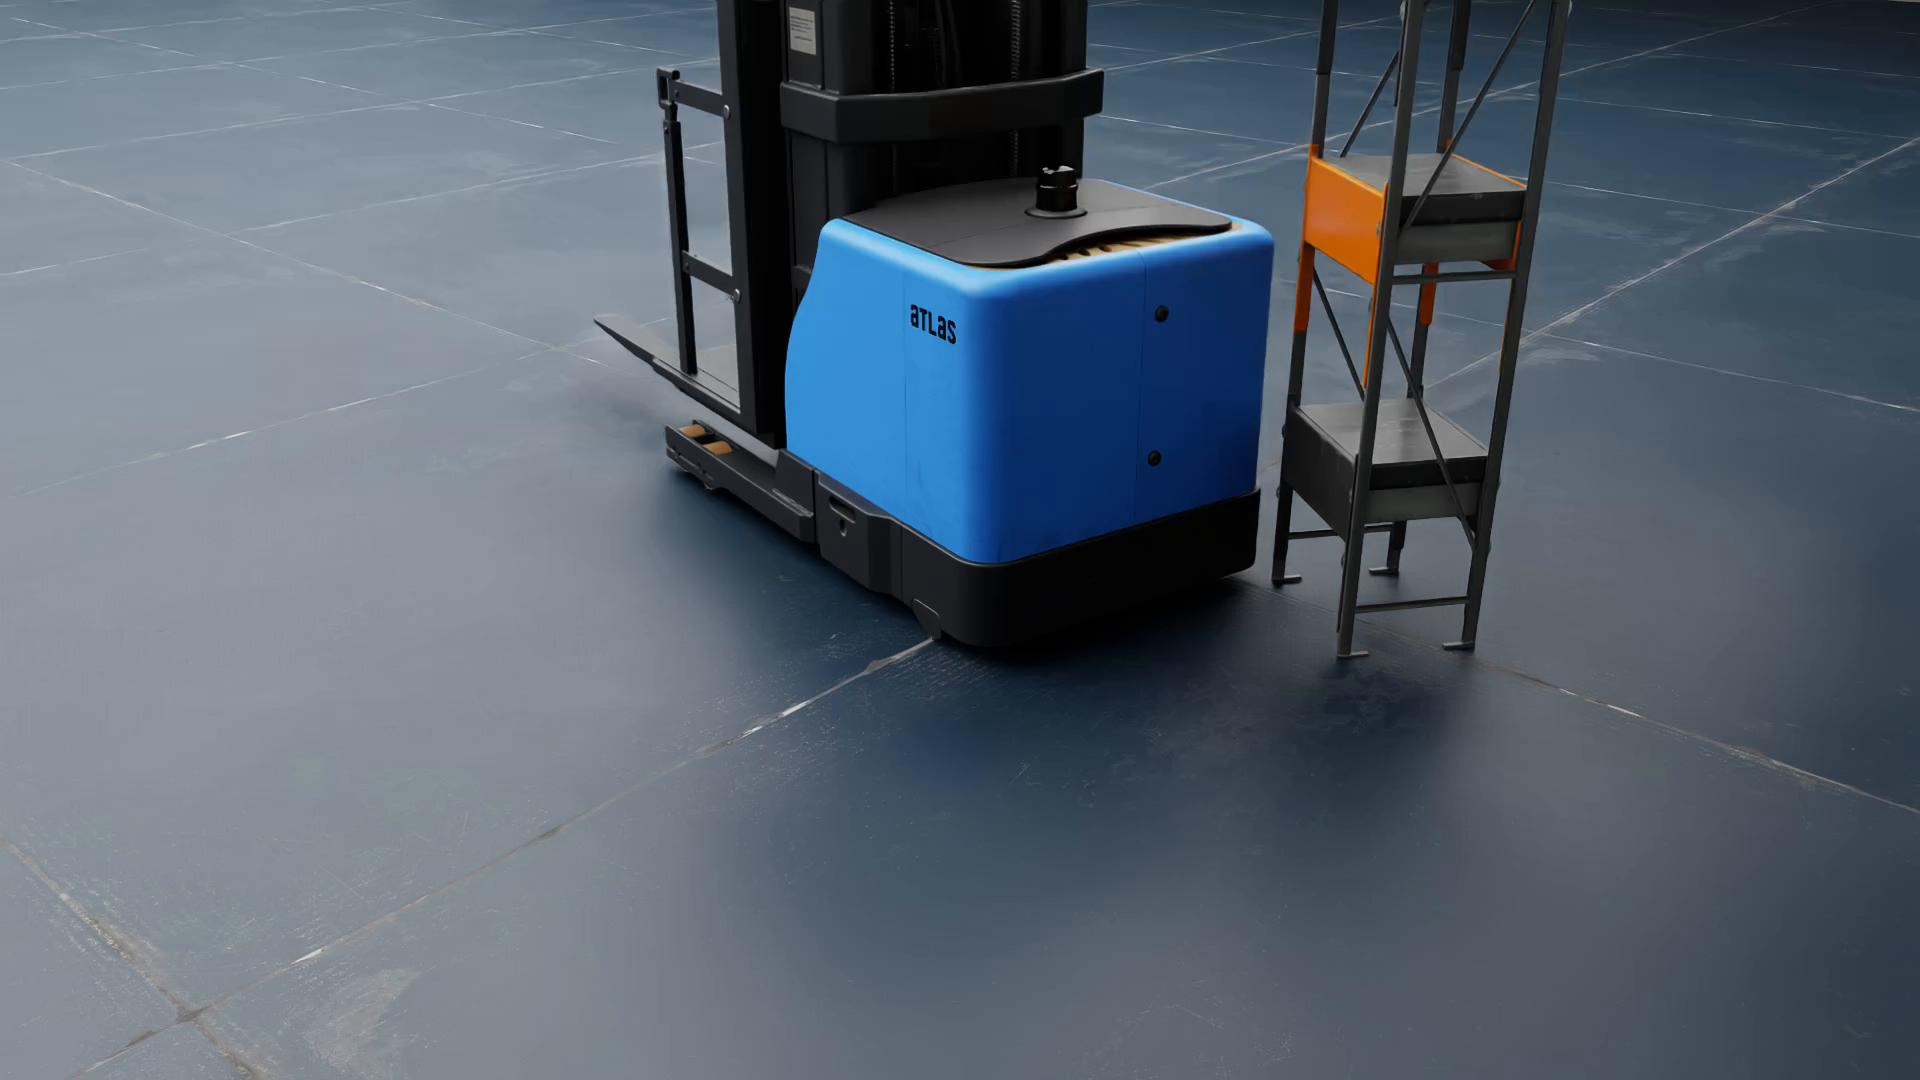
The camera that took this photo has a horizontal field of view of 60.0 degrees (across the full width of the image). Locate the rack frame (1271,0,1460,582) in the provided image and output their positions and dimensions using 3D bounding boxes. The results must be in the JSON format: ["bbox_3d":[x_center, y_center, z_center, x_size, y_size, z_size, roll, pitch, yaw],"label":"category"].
[{"bbox_3d":[1.130,-0.847,4.562,0.400,2.100,0.015,-5,25,-10],"label":"rack frame"}]

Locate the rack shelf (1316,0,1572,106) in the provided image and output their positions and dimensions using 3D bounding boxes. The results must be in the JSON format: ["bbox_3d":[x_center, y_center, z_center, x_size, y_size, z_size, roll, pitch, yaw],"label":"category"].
[{"bbox_3d":[1.179,-1.371,4.058,0.431,0.518,0.480,-5,25,-10],"label":"rack shelf"}]

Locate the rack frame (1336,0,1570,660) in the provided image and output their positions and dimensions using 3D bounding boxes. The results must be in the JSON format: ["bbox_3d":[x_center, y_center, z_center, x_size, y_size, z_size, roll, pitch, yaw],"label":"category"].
[{"bbox_3d":[1.225,-0.647,4.127,0.400,2.100,0.015,-5,25,-10],"label":"rack frame"}]

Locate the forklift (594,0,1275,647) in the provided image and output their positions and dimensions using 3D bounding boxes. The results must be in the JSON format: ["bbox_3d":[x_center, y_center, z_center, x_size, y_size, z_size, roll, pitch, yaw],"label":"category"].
[{"bbox_3d":[-0.360,-1.601,5.238,1.130,2.935,3.031,-15,28,-31],"label":"forklift"}]

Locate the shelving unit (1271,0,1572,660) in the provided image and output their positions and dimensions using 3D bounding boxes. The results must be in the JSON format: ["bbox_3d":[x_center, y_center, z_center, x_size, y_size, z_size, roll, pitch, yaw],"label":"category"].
[{"bbox_3d":[1.177,-0.747,4.344,0.431,2.100,0.503,-5,25,-10],"label":"shelving unit"}]

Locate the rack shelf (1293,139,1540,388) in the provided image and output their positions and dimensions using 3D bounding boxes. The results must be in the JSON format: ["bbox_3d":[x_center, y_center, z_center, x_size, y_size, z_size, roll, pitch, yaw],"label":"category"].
[{"bbox_3d":[1.177,-0.735,4.350,0.431,0.518,0.480,-5,25,-10],"label":"rack shelf"}]

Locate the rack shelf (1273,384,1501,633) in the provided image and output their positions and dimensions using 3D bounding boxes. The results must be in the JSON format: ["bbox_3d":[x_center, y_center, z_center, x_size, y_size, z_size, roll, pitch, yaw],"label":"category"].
[{"bbox_3d":[1.176,-0.099,4.642,0.431,0.518,0.480,-5,25,-10],"label":"rack shelf"}]
